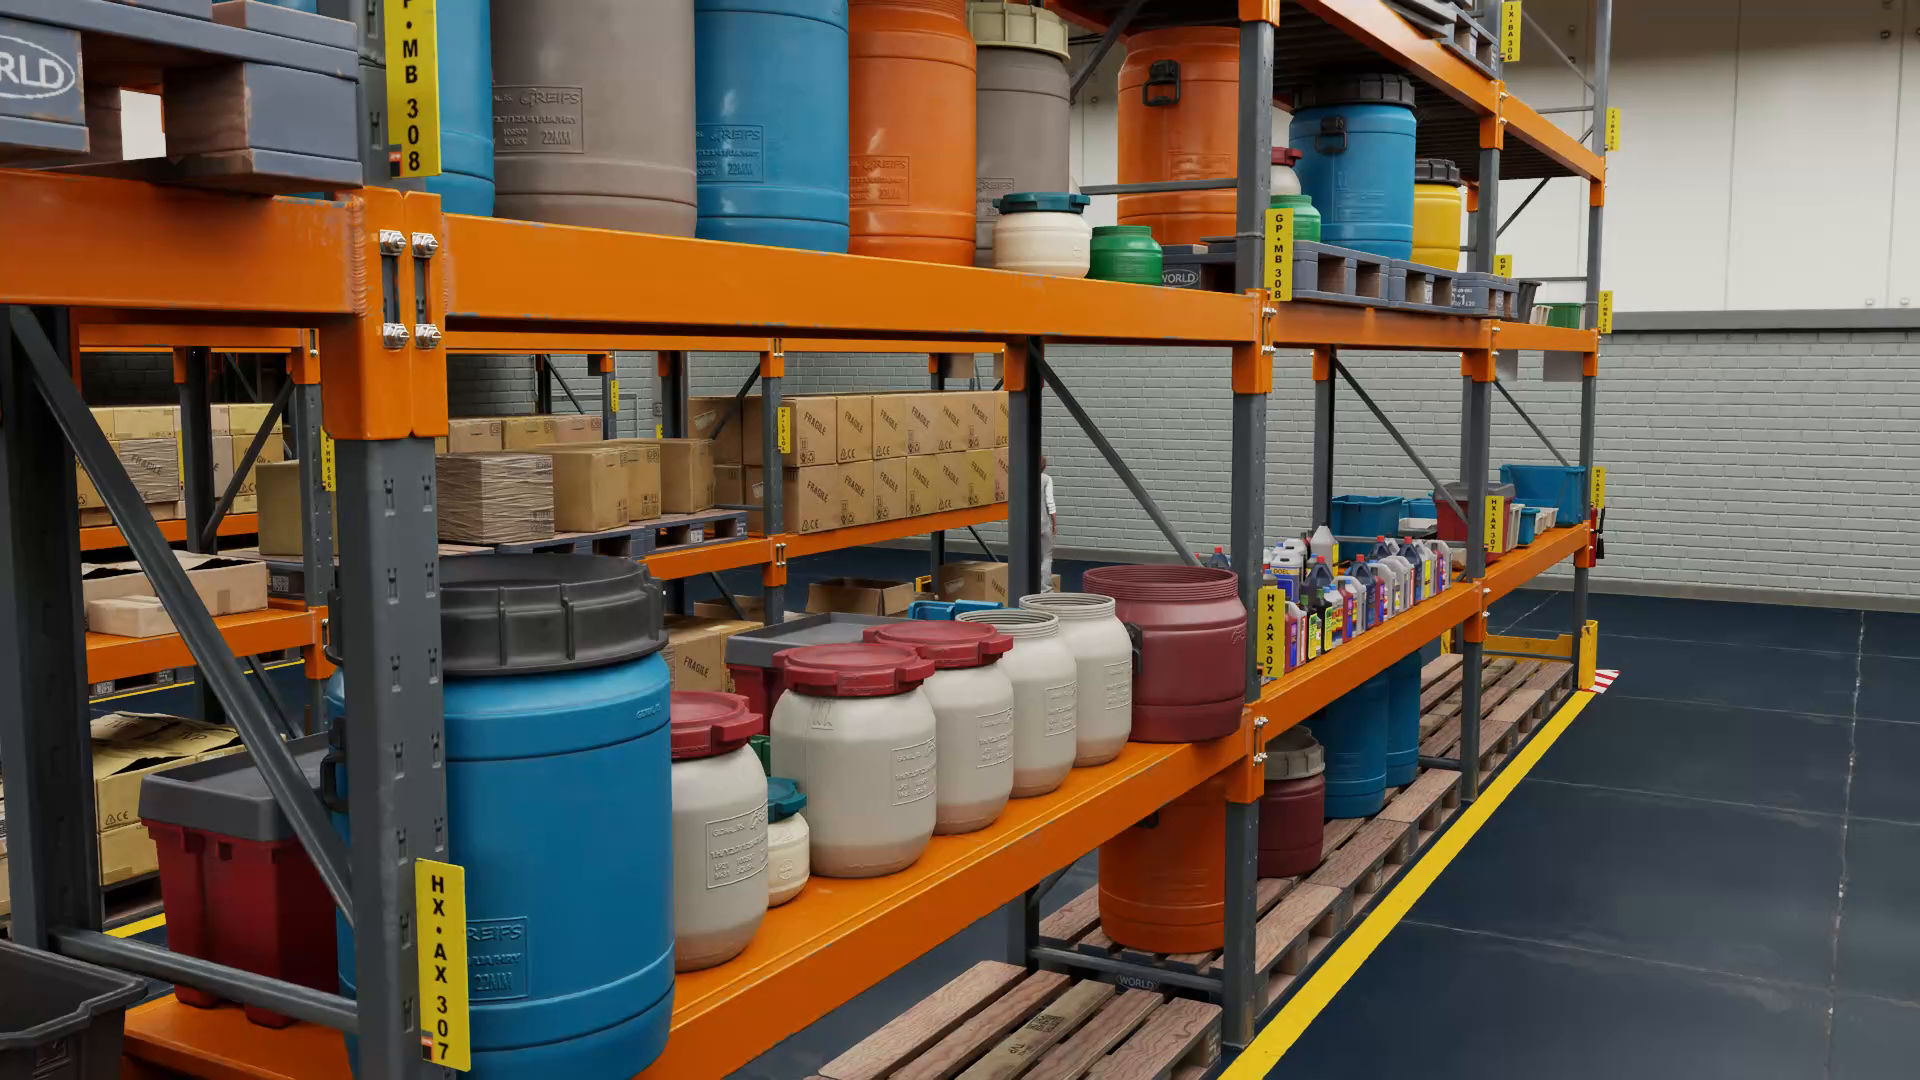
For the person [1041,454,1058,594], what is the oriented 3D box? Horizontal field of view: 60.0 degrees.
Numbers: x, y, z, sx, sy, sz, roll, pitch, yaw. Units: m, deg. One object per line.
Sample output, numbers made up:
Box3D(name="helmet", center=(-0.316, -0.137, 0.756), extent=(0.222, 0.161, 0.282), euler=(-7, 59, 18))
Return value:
Box3D(name="person", center=(0.823, -0.135, 17.815), extent=(0.471, 1.593, 0.350), euler=(3, 7, 28))
